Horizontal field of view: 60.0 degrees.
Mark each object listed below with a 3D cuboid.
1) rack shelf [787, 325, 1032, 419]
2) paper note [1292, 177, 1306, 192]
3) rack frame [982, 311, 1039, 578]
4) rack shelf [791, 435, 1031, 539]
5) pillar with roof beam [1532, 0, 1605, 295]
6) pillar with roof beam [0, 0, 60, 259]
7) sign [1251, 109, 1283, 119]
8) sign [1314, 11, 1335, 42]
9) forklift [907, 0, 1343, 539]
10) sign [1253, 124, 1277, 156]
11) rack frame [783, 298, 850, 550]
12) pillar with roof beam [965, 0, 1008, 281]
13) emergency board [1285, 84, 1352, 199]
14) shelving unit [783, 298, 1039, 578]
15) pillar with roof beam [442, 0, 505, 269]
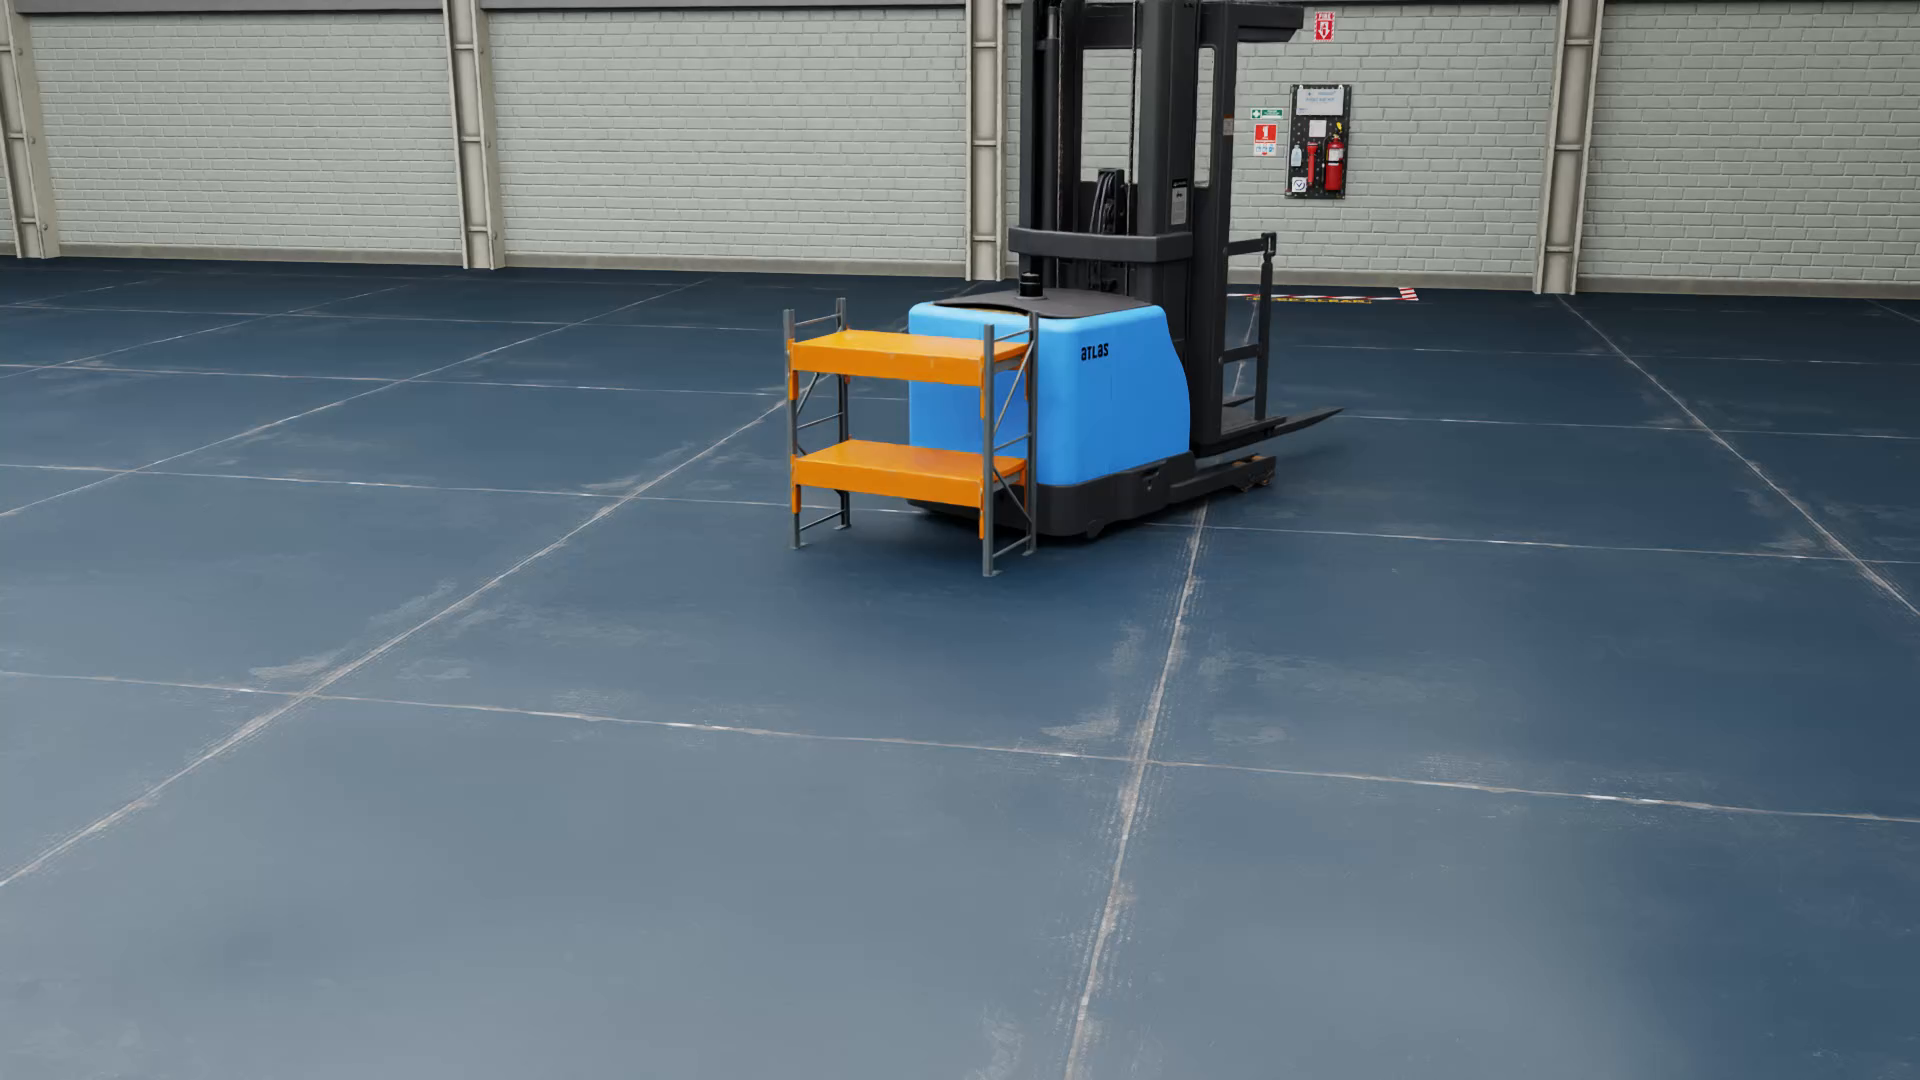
[{"bbox_3d":[-0.222,-0.777,7.594,1.000,0.278,0.538,8,17,26],"label":"rack shelf"},{"bbox_3d":[3.591,-3.762,17.604,0.142,0.148,0.016,3,16,11],"label":"paper note"},{"bbox_3d":[0.229,-0.433,7.447,0.032,1.125,0.500,8,17,26],"label":"rack frame"},{"bbox_3d":[-0.222,-0.260,7.738,1.000,0.278,0.538,8,17,26],"label":"rack shelf"},{"bbox_3d":[5.307,-5.782,12.010,0.400,9.000,9.100,3,16,11],"label":"pillar with roof beam"},{"bbox_3d":[-12.332,-6.740,15.467,0.400,9.000,9.100,3,16,11],"label":"pillar with roof beam"},{"bbox_3d":[3.232,-4.485,17.506,0.331,0.109,0.001,3,16,11],"label":"sign"},{"bbox_3d":[3.762,-5.303,17.173,0.199,0.298,0.001,3,16,11],"label":"sign"},{"bbox_3d":[1.073,-1.746,8.805,1.130,2.935,3.031,13,20,39],"label":"forklift"},{"bbox_3d":[3.229,-4.232,17.586,0.234,0.329,0.001,3,16,11],"label":"sign"},{"bbox_3d":[-0.673,-0.558,7.898,0.032,1.125,0.500,8,17,26],"label":"rack frame"},{"bbox_3d":[-0.573,-6.102,13.162,0.400,9.000,9.100,3,16,11],"label":"pillar with roof beam"},{"bbox_3d":[3.750,-4.159,17.387,0.643,1.169,0.194,3,16,11],"label":"emergency board"},{"bbox_3d":[-0.222,-0.495,7.672,1.048,1.125,0.538,8,17,26],"label":"shelving unit"},{"bbox_3d":[-6.453,-6.421,14.314,0.400,9.000,9.100,3,16,11],"label":"pillar with roof beam"}]
